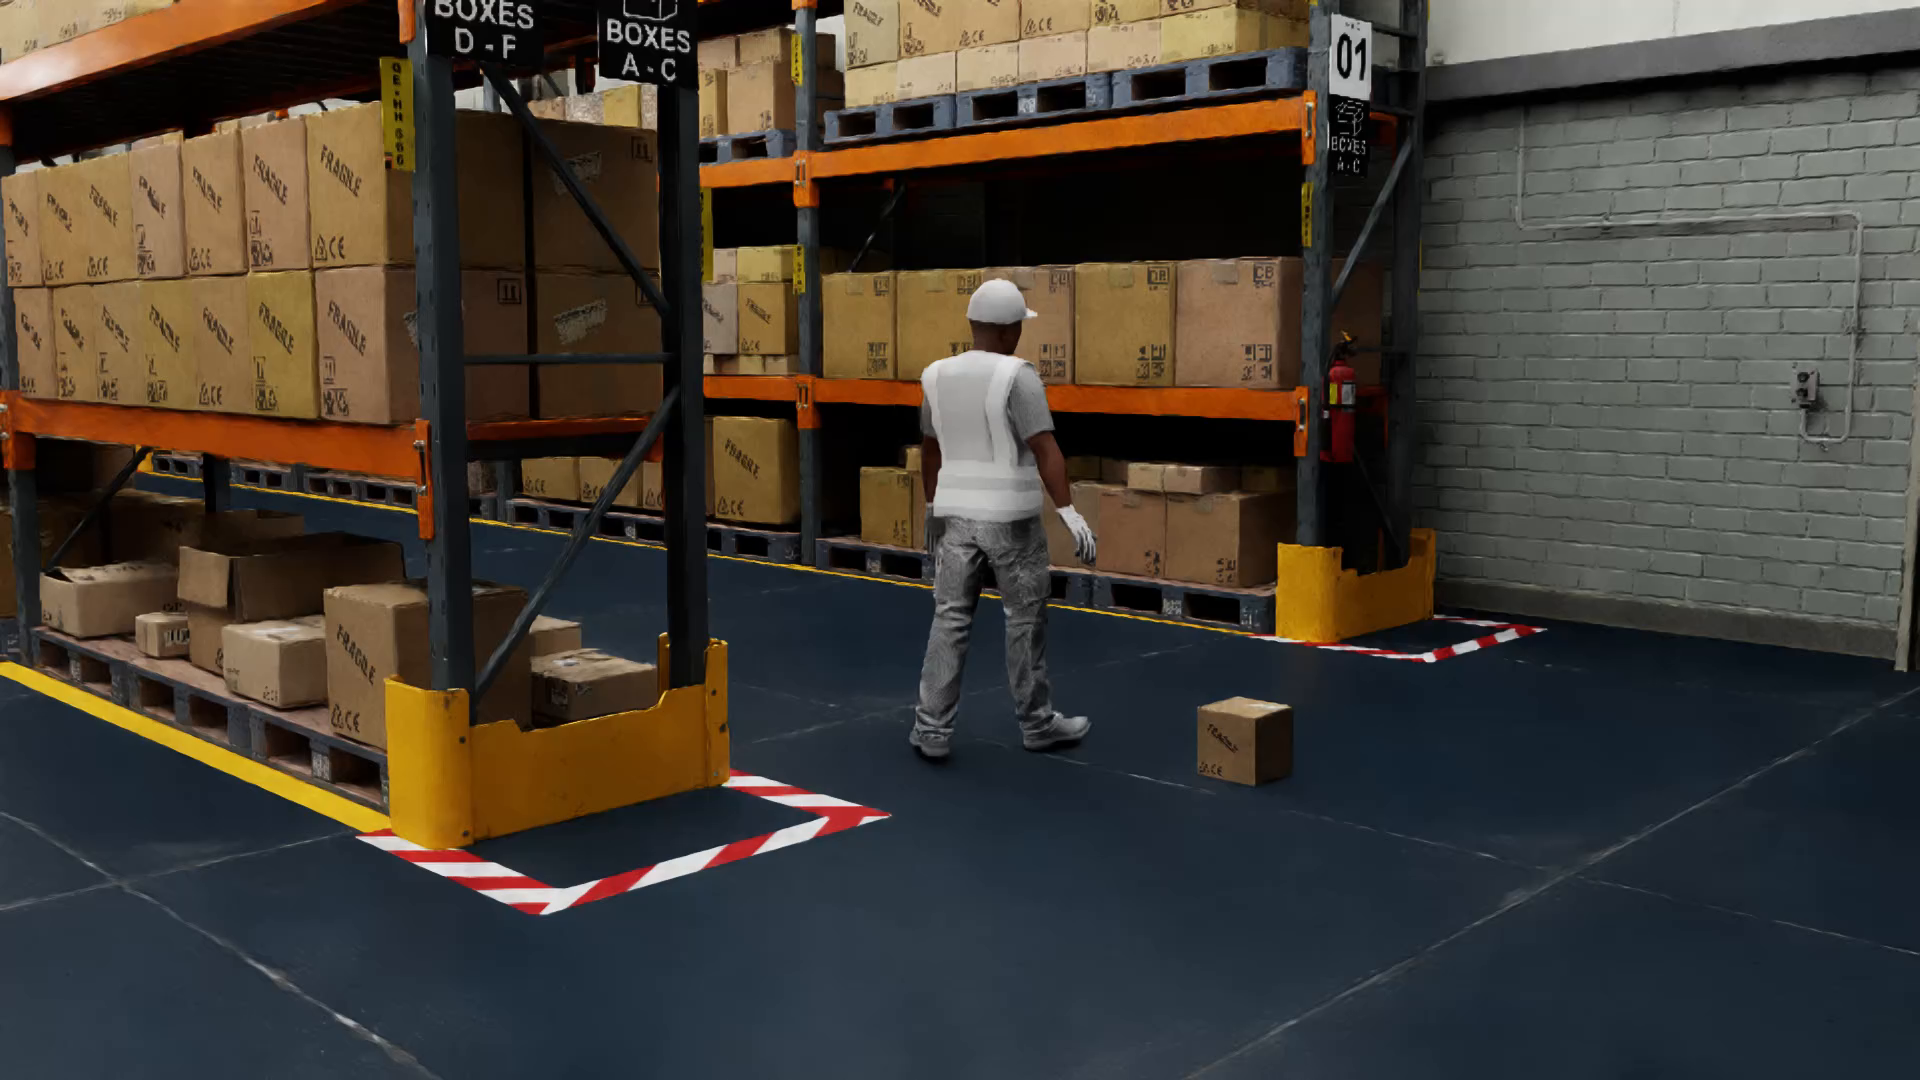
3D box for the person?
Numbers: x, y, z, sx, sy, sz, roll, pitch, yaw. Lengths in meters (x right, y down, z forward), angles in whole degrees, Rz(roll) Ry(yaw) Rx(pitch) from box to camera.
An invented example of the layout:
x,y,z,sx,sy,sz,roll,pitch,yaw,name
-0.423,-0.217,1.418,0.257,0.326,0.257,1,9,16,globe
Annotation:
x,y,z,sx,sy,sz,roll,pitch,yaw,name
0.195,-0.080,6.257,0.801,1.782,0.672,5,8,35,person
